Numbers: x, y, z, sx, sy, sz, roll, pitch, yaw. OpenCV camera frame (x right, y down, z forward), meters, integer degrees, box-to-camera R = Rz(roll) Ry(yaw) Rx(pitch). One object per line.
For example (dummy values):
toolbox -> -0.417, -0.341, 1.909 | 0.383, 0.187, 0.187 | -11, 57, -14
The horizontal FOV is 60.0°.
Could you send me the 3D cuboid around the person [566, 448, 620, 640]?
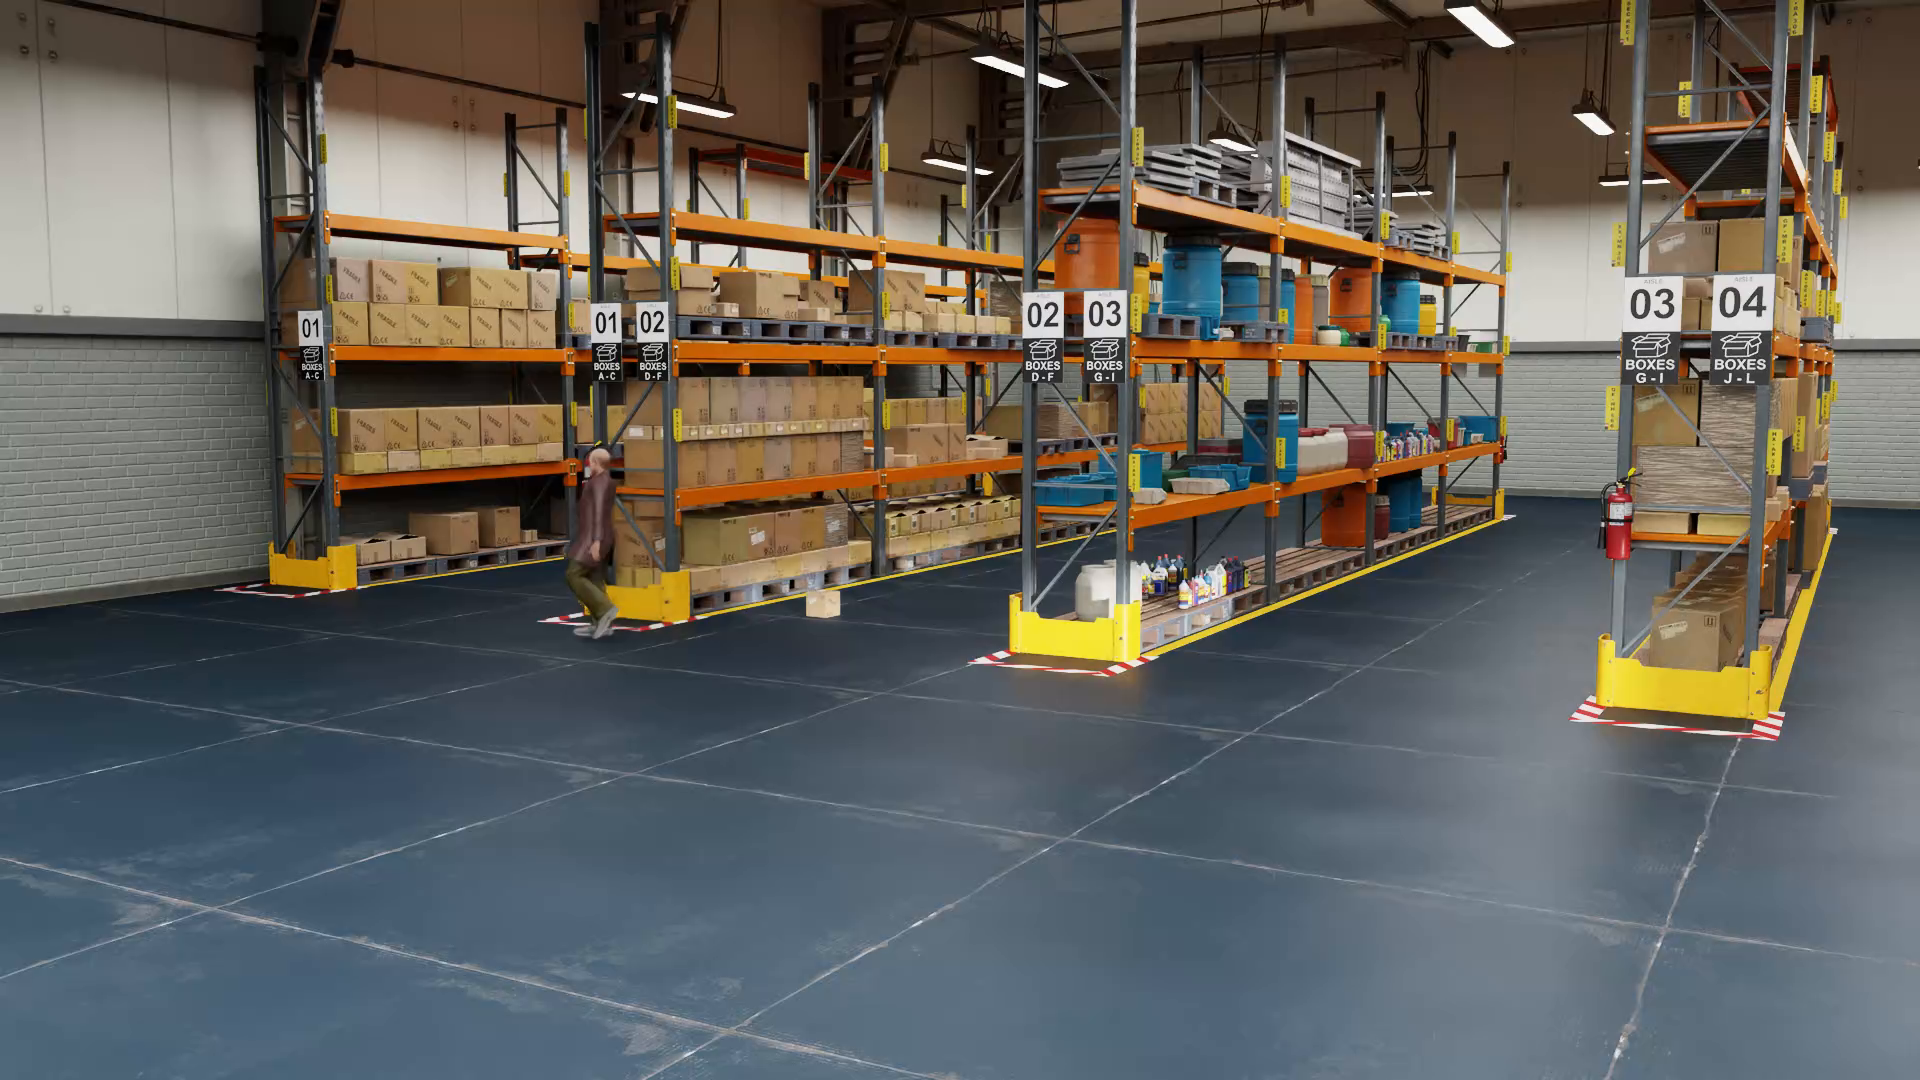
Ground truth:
person -> -3.429, 0.024, 15.613 | 0.503, 1.763, 0.645 | 0, 6, -1
